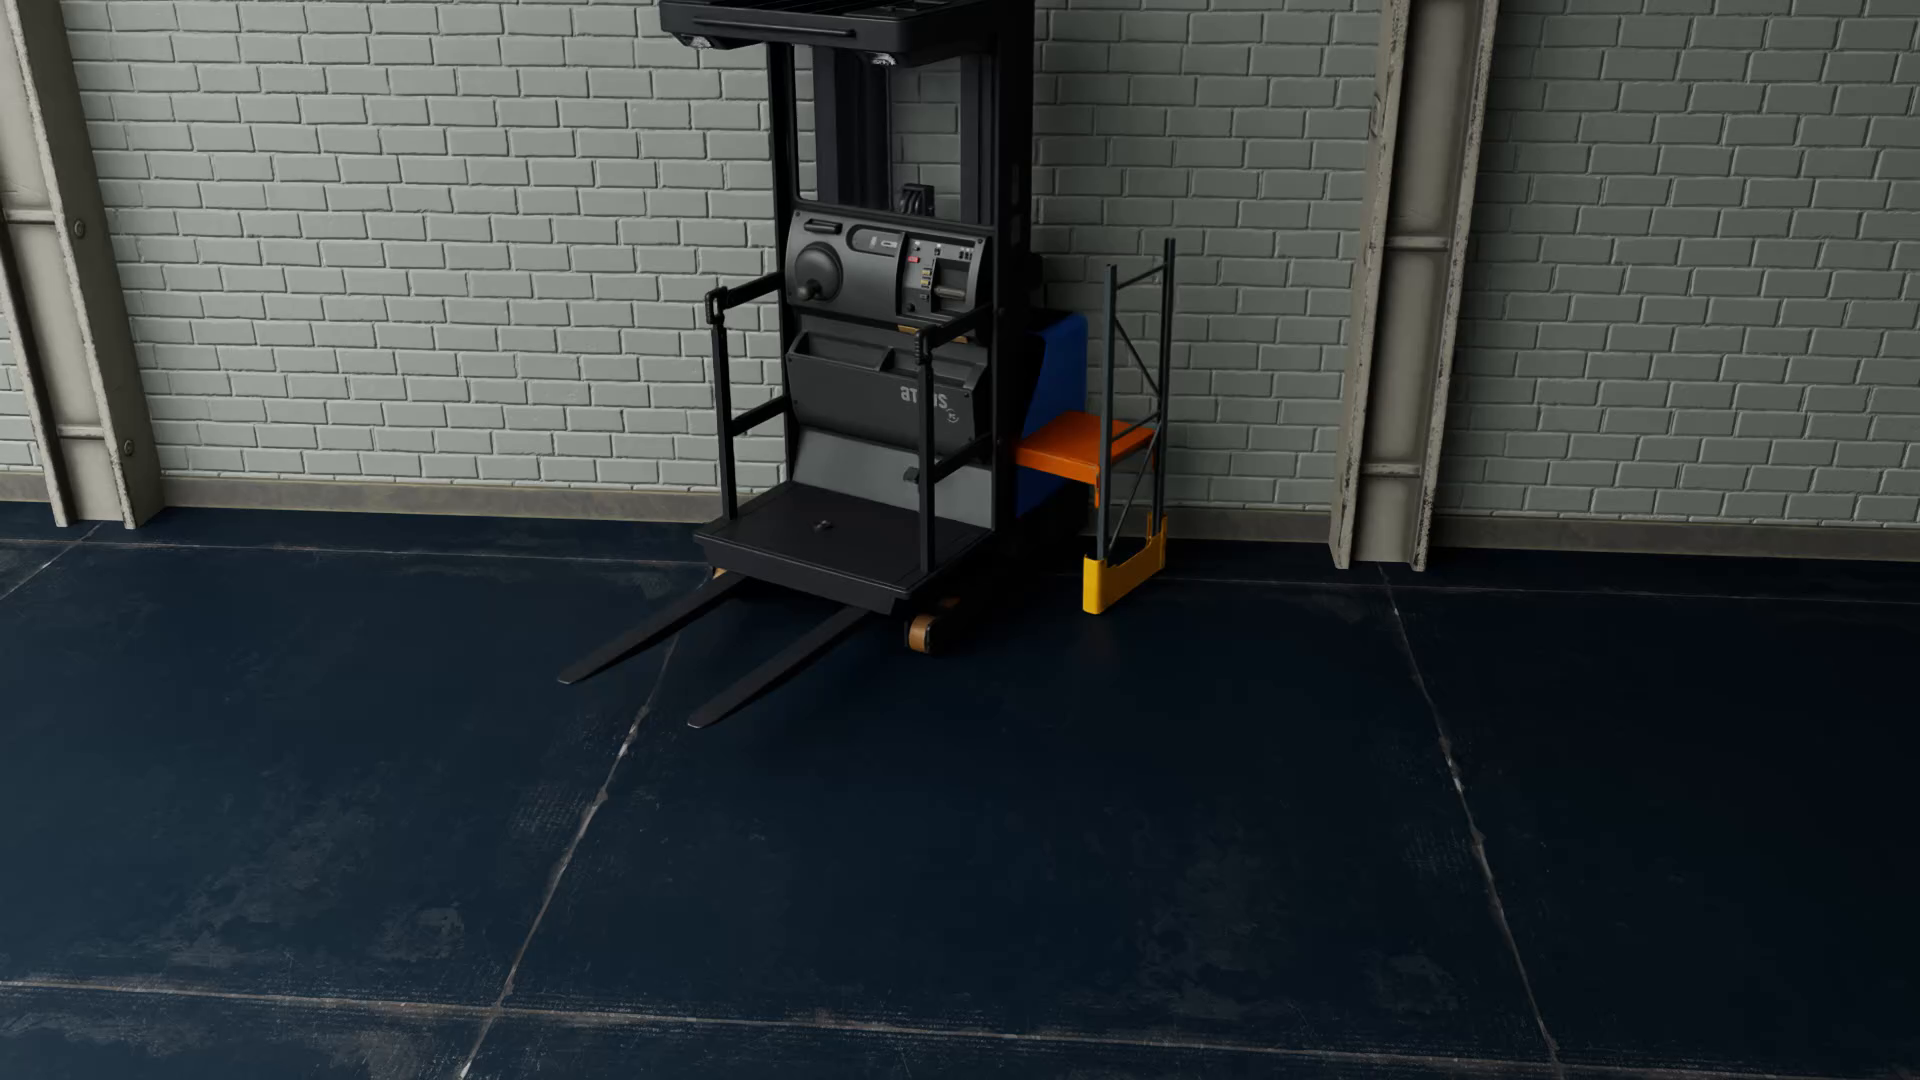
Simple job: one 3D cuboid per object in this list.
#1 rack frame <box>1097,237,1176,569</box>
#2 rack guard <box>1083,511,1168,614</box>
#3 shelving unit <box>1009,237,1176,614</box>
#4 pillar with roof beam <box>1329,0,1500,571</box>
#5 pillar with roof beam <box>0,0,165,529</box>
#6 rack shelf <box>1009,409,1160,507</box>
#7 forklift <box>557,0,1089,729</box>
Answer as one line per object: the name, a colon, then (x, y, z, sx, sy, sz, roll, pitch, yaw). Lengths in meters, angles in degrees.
rack frame: (0.727, -0.468, 6.925, 0.032, 1.500, 0.500, 17, 31, 33)
rack guard: (0.719, 0.092, 7.204, 0.087, 0.250, 0.587, 17, 31, 33)
shelving unit: (0.311, -0.595, 7.205, 1.083, 1.500, 0.587, 17, 31, 33)
pillar with roof beam: (1.571, -2.224, 1.818, 0.400, 9.000, 9.100, 2, 25, 4)
pillar with roof beam: (-4.411, -2.416, 2.235, 0.400, 9.000, 9.100, 2, 25, 4)
rack shelf: (0.320, -0.430, 7.277, 1.000, 0.185, 0.538, 17, 31, 33)
forklift: (-0.419, -1.088, 6.608, 1.130, 2.935, 3.031, 14, 28, 28)
